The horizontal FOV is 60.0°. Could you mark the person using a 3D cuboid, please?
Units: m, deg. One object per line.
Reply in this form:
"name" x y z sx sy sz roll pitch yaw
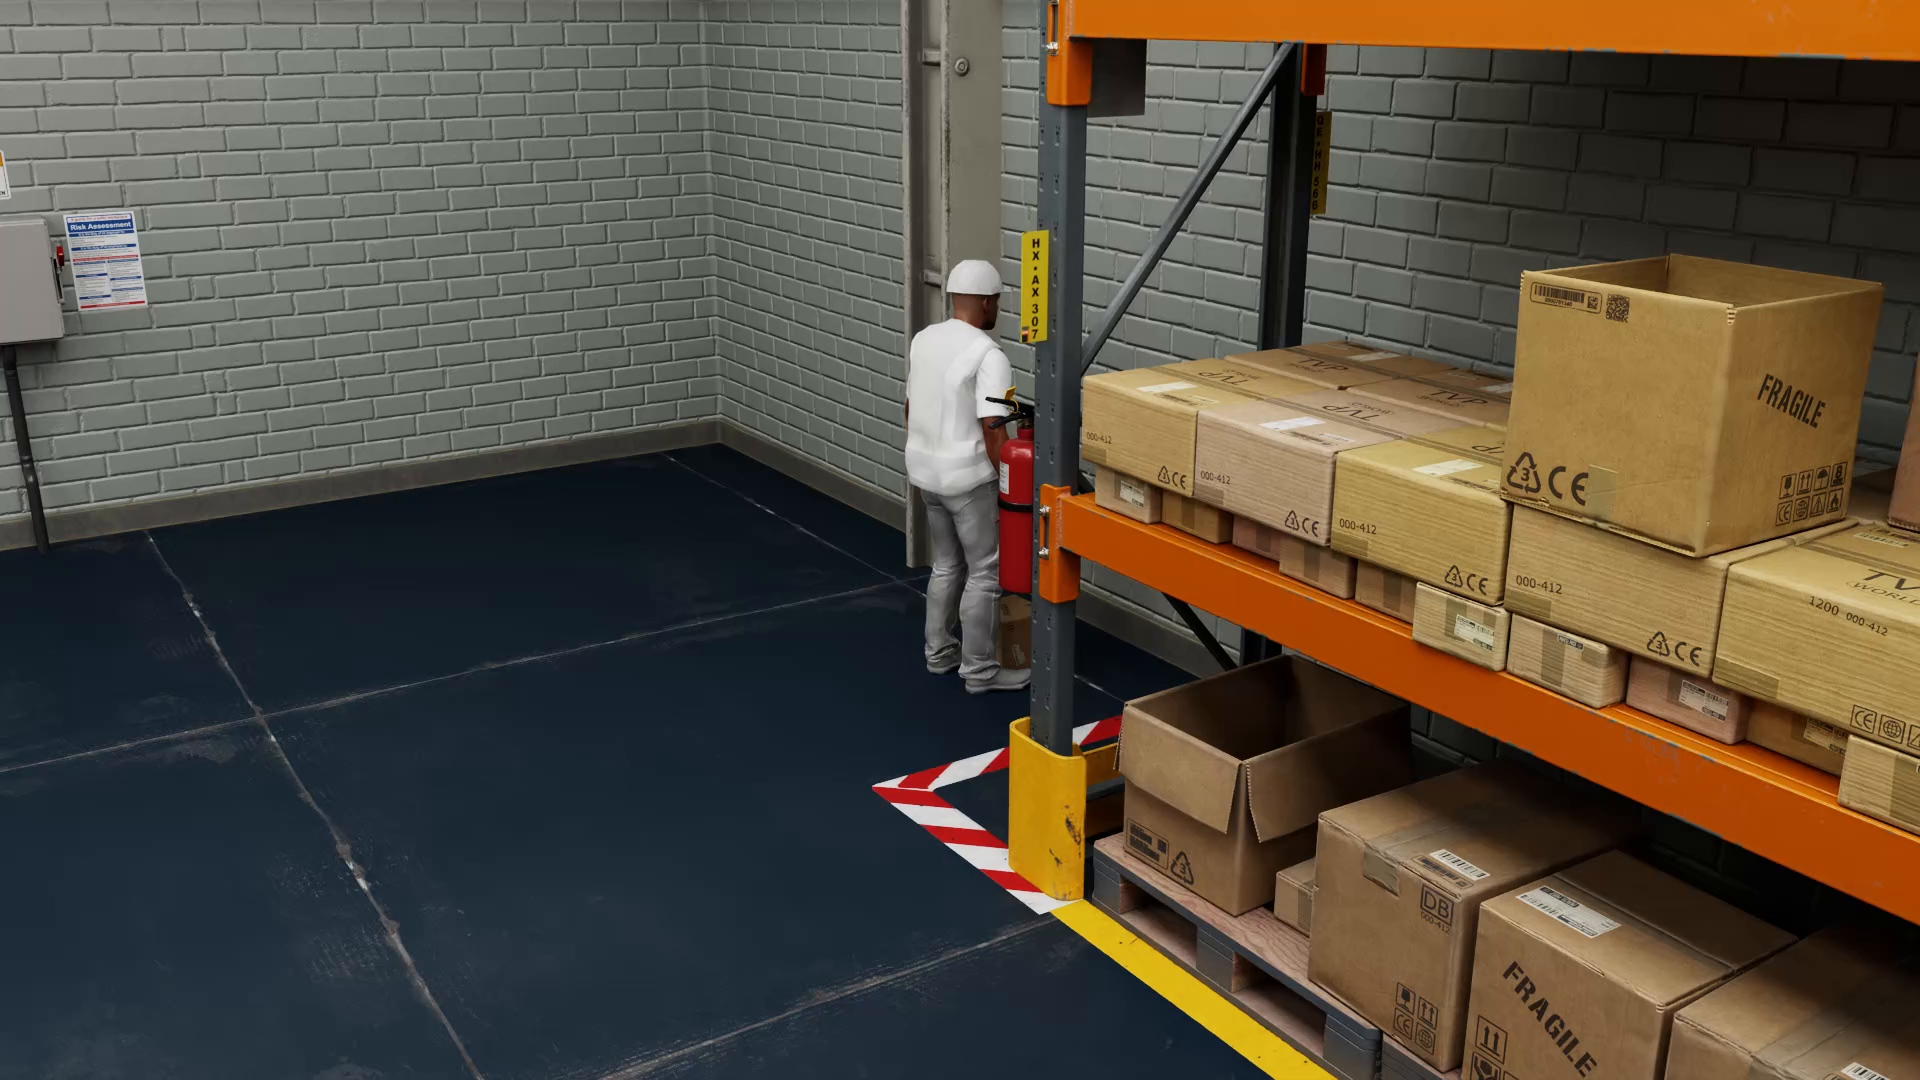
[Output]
"person" 0.026 -0.266 6.848 0.458 1.760 0.634 -13 22 -35
